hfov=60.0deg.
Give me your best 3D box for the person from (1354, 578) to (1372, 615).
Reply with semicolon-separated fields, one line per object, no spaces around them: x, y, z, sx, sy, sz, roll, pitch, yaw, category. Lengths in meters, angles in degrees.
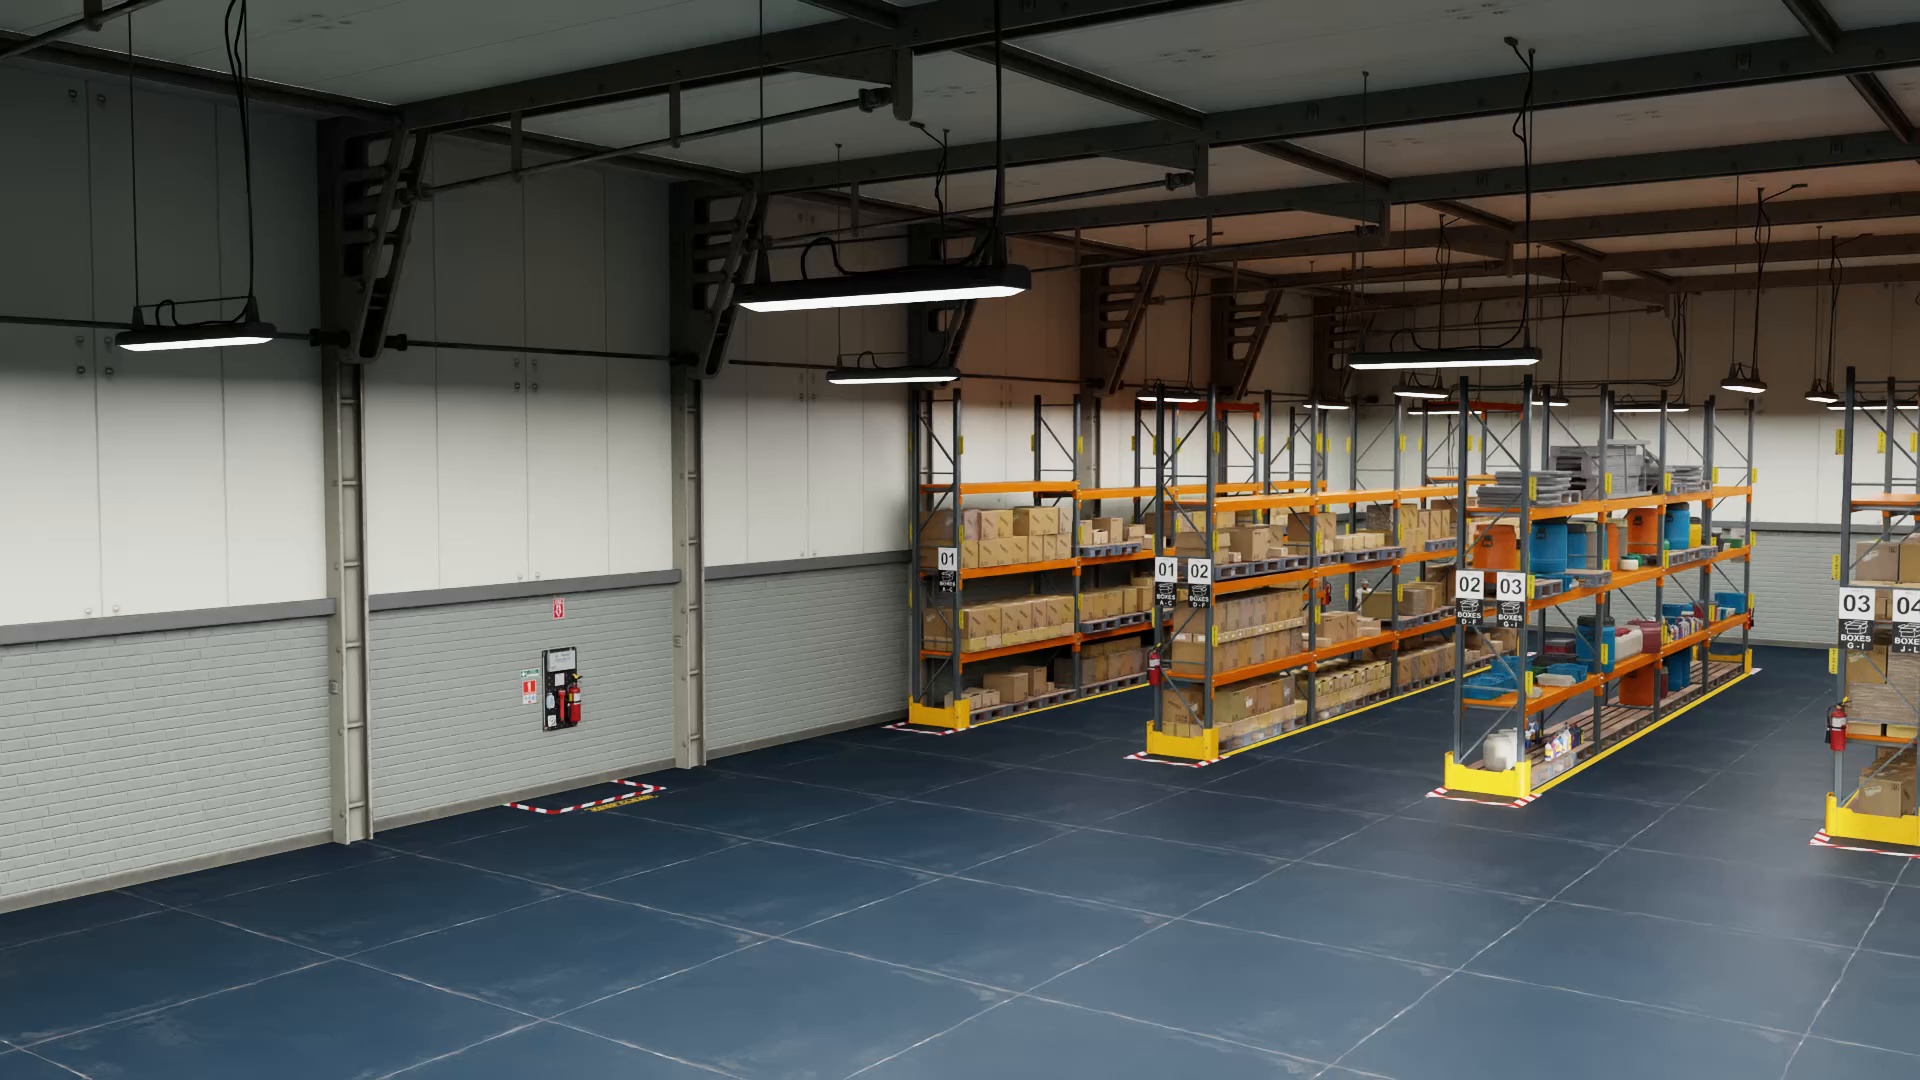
10.194;1.791;41.811;0.580;1.688;0.772;1;3;14;person
